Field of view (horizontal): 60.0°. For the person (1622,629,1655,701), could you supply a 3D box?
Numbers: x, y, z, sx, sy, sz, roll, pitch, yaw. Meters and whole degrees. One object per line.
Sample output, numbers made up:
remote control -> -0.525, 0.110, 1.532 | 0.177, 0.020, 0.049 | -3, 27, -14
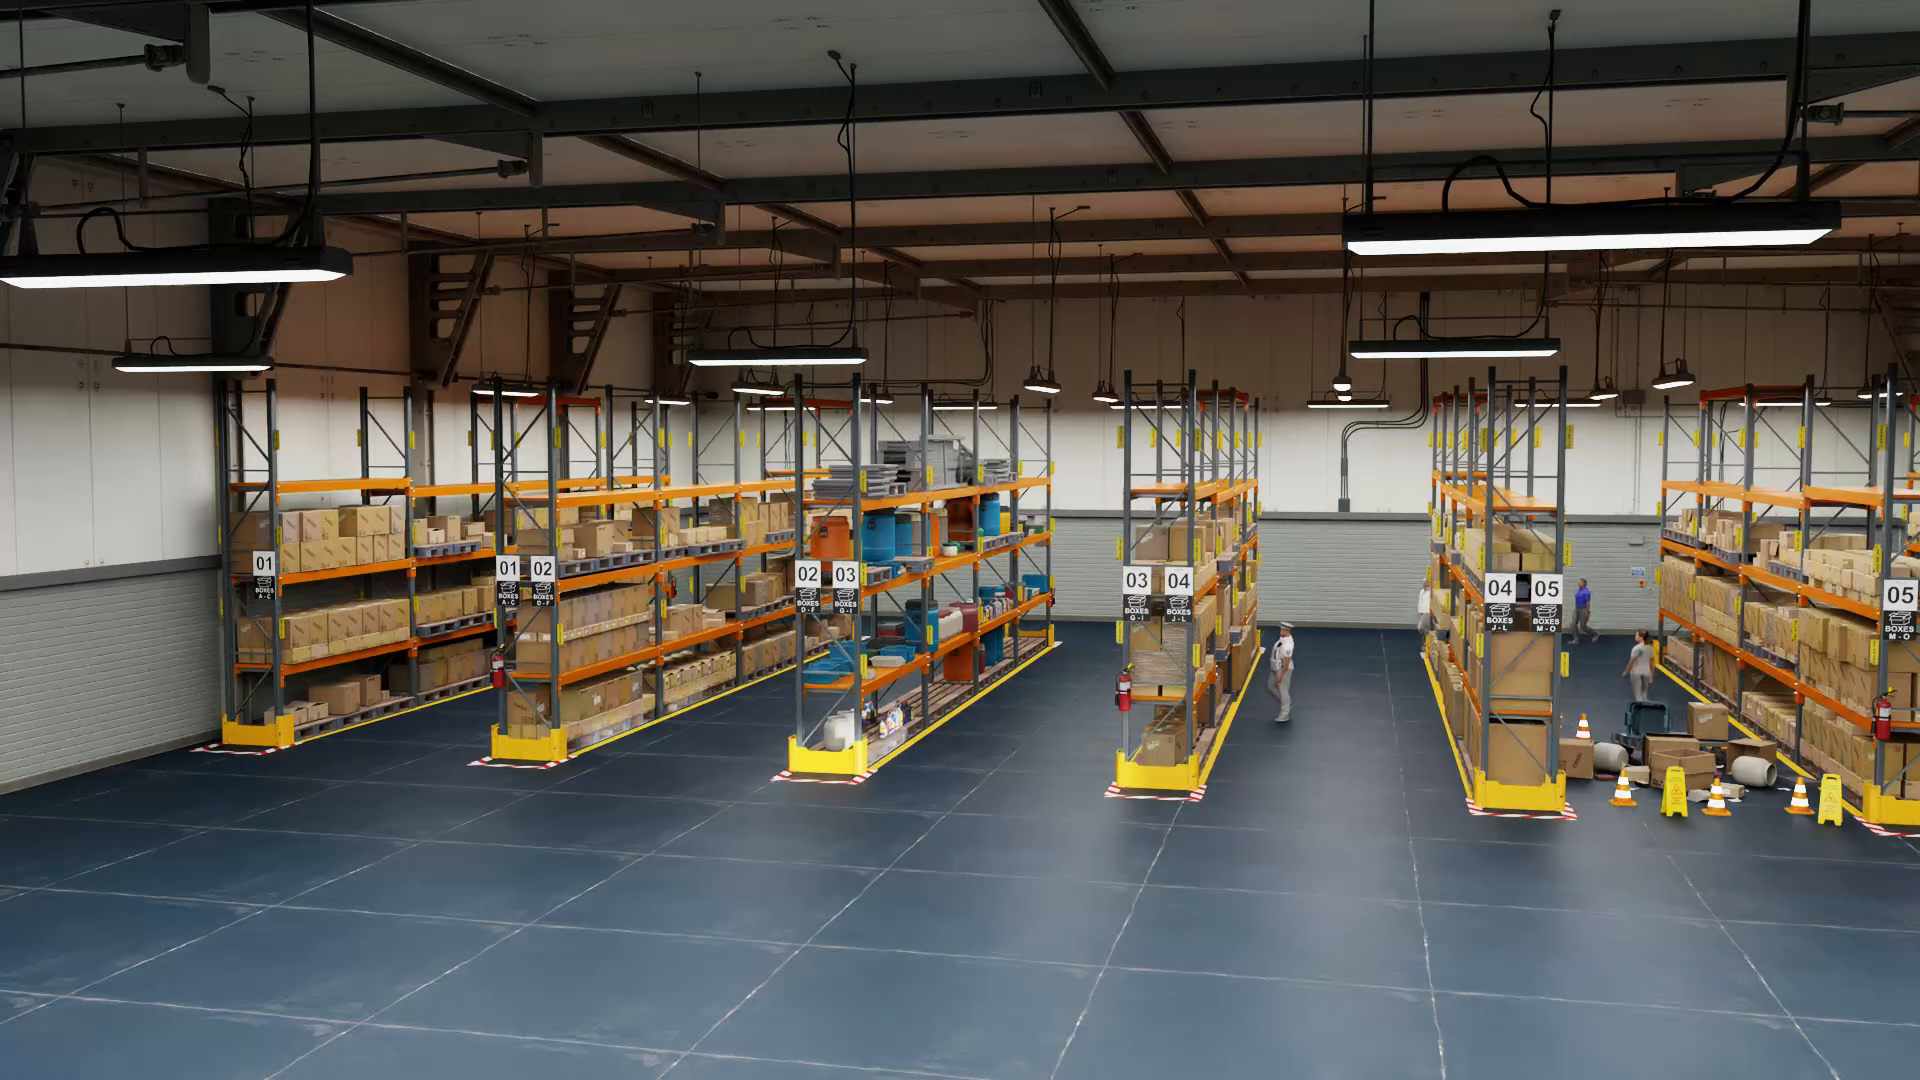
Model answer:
person -> 11.983, 2.412, 29.334 | 0.521, 1.675, 0.675 | 0, 3, 4

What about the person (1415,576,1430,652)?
person -> 11.038, 1.745, 39.475 | 0.501, 1.805, 0.545 | -1, 3, -10

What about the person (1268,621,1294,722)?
person -> 5.778, 2.336, 29.762 | 0.474, 1.773, 0.634 | -1, 3, -11

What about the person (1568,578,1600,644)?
person -> 15.226, 1.745, 40.629 | 0.742, 1.599, 0.503 | -1, 4, -15
